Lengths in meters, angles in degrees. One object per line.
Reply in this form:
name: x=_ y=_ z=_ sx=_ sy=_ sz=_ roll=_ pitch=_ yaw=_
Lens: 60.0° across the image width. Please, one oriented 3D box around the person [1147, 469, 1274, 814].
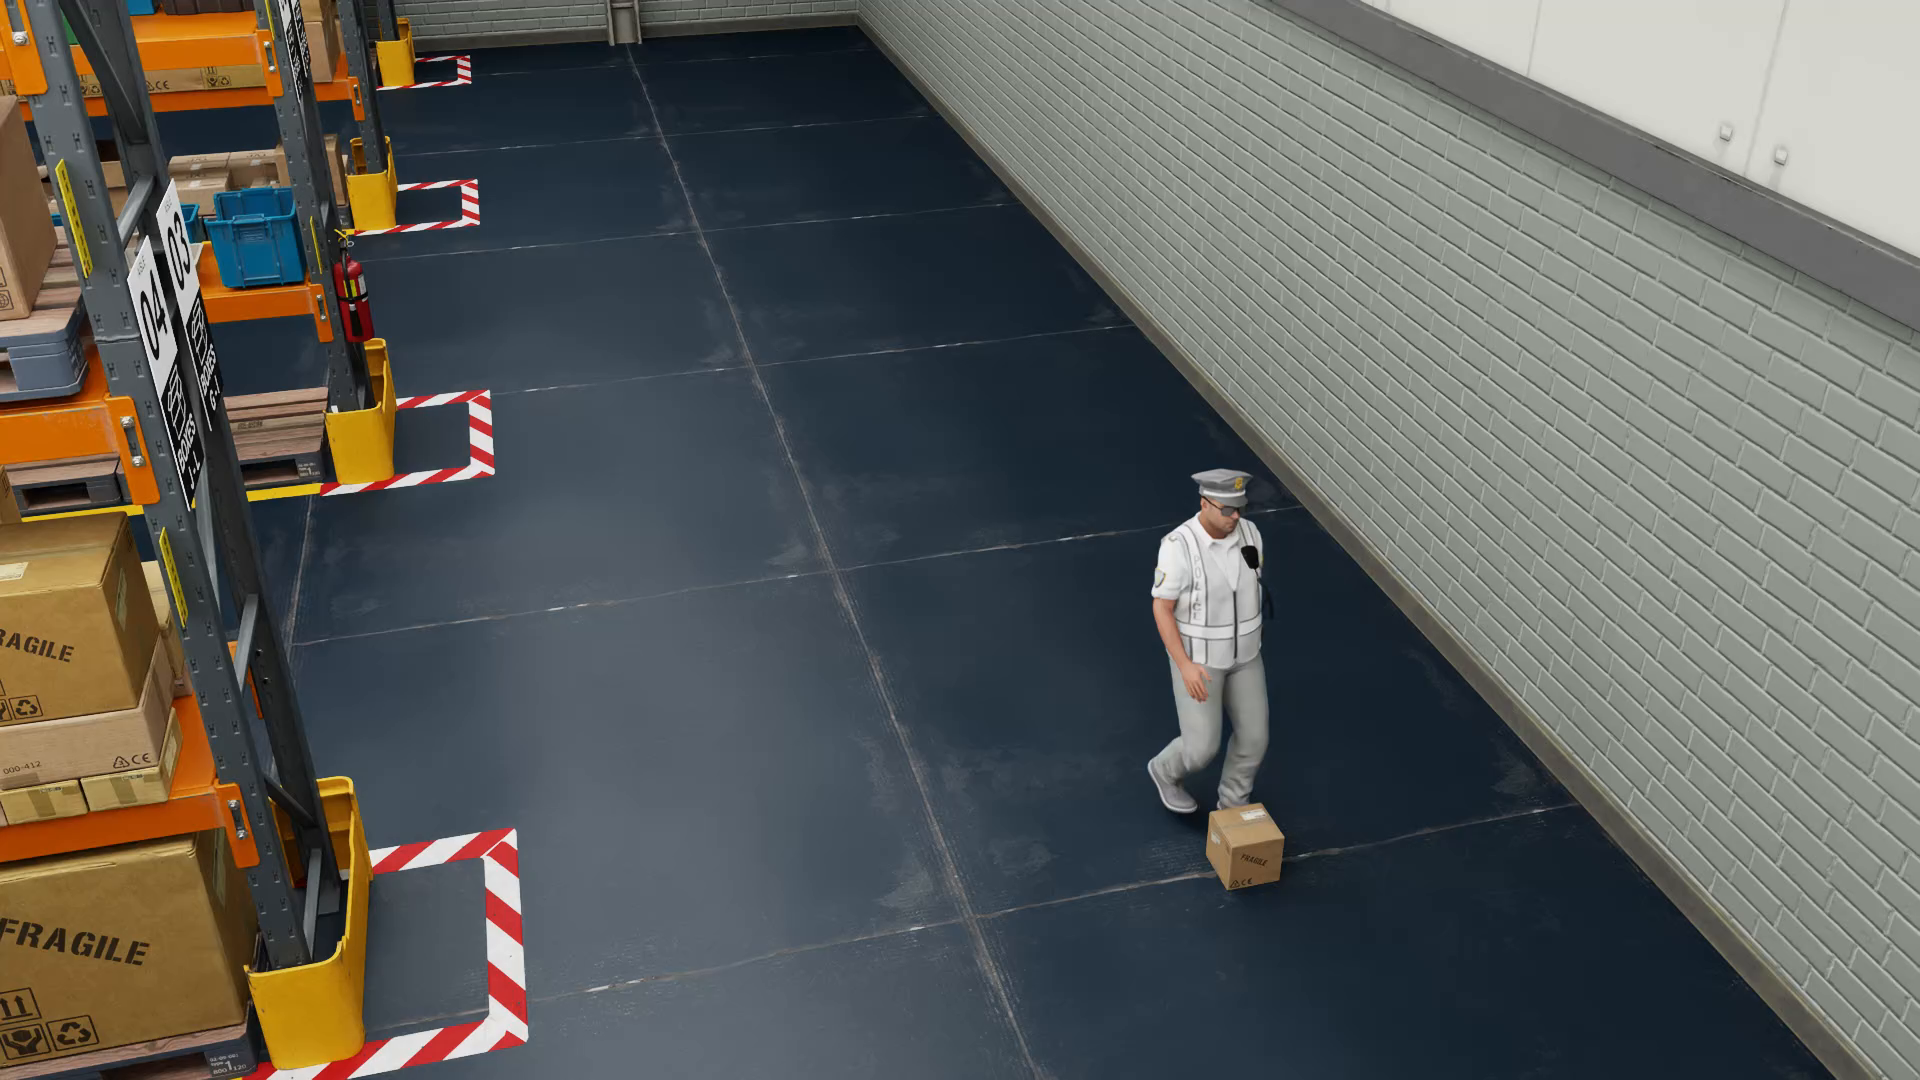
person: x=1.163 y=0.540 z=7.368 sx=0.582 sy=1.742 sz=0.641 roll=-12 pitch=32 yaw=-20
